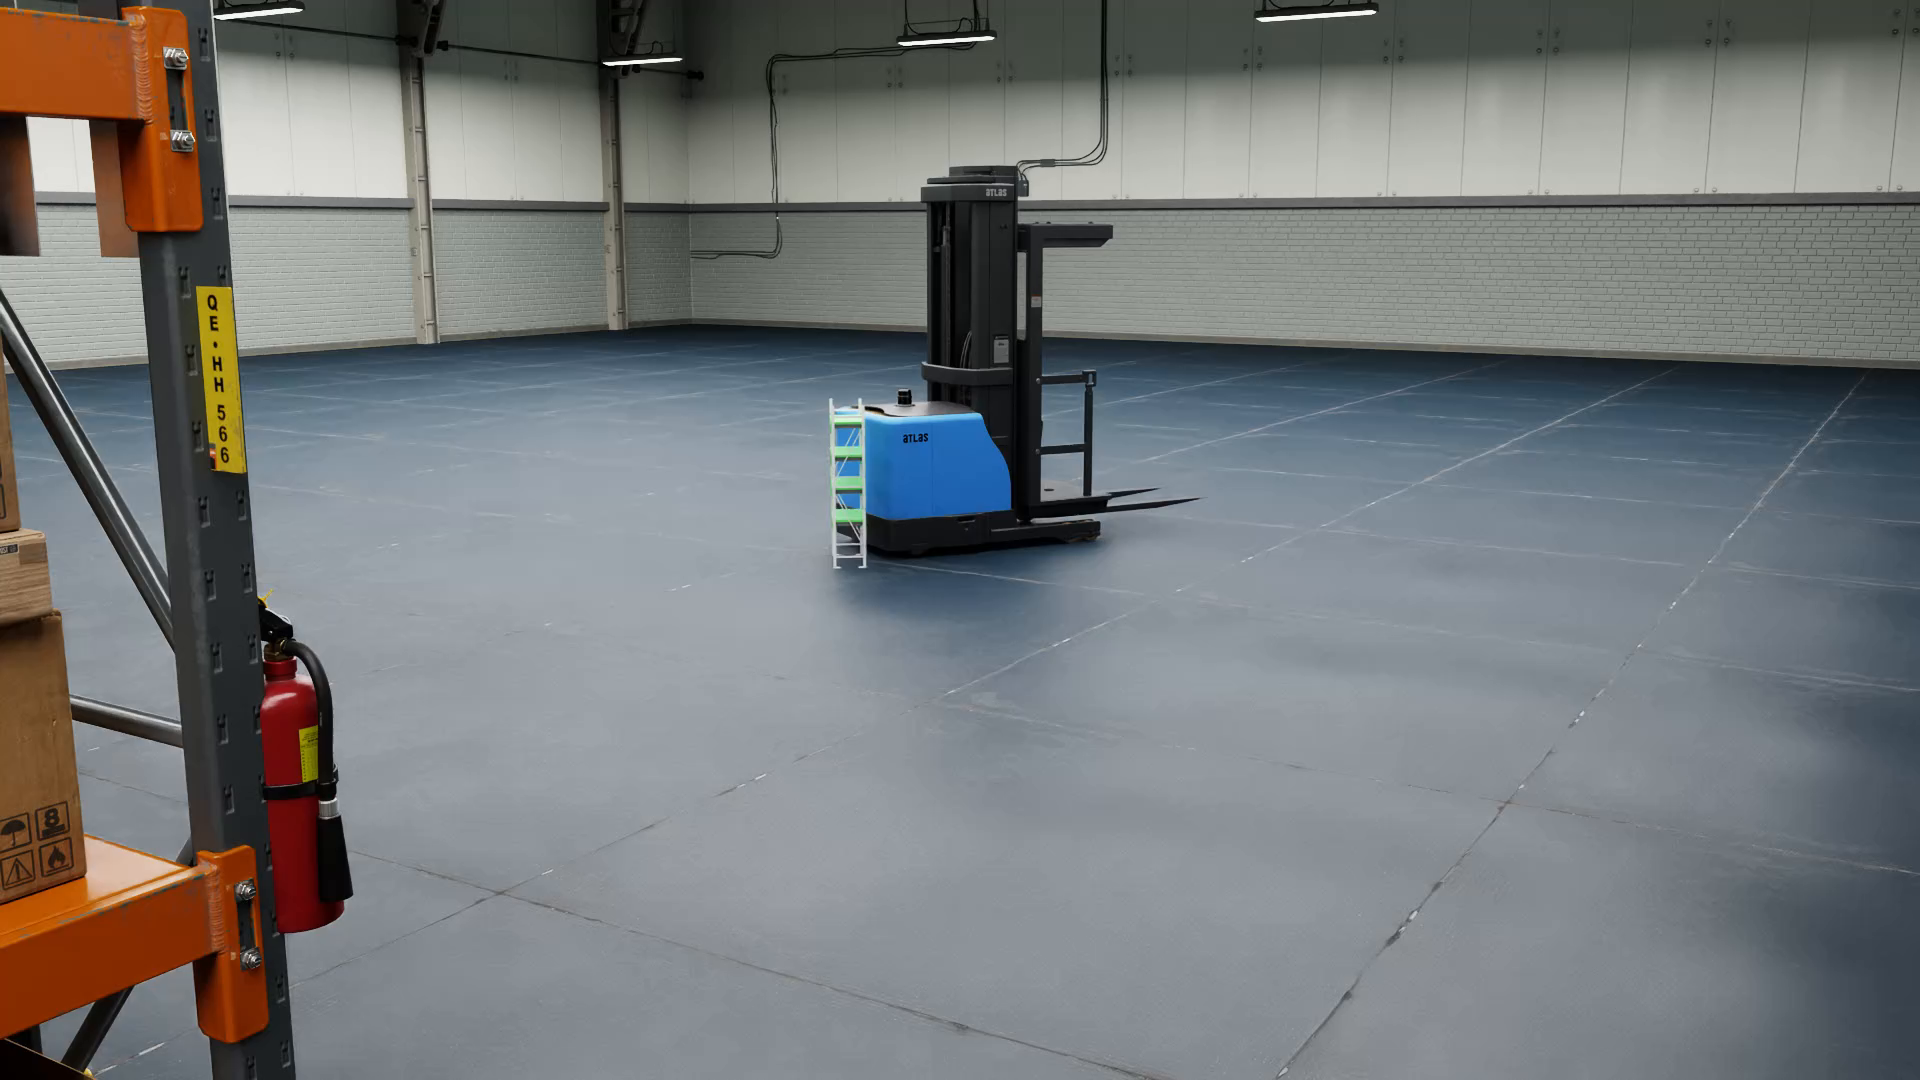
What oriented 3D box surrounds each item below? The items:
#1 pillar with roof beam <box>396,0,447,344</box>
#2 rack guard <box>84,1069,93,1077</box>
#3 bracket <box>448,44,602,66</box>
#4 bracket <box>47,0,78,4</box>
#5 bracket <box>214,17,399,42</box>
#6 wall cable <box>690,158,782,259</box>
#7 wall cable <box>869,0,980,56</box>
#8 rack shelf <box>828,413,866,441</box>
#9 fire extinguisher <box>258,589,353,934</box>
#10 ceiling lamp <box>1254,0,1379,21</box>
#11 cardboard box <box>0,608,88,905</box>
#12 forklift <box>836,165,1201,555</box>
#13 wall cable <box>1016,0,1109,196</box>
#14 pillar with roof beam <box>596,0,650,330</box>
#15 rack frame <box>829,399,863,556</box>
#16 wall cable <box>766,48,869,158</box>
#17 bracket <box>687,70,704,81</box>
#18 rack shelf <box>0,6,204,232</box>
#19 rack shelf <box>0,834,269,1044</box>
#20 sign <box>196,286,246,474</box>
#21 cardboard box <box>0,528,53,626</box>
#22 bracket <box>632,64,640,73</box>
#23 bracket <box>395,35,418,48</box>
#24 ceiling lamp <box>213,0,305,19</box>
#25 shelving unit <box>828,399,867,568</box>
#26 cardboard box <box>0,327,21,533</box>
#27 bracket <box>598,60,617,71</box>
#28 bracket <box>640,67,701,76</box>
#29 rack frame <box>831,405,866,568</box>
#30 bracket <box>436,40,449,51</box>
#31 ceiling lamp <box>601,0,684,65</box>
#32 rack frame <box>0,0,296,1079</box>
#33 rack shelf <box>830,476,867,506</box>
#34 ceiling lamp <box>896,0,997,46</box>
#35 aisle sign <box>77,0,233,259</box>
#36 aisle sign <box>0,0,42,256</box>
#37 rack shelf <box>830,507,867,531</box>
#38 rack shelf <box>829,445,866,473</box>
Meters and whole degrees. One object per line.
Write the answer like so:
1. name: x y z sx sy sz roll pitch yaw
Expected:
1. pillar with roof beam: -7.932 -8.306 33.283 9.100 9.000 0.548 6 12 31
2. rack guard: -1.749 1.575 3.600 1.175 0.500 0.348 6 12 31
3. bracket: -9.746 -10.926 37.495 0.076 0.066 4.783 6 12 31
4. bracket: -15.977 -9.039 27.414 0.076 0.066 4.783 6 12 31
5. bracket: -12.861 -9.983 32.454 0.076 0.066 4.783 6 12 31
6. wall cable: -5.837 -8.472 42.606 3.097 2.526 0.112 6 12 31
7. wall cable: -0.880 -12.636 38.763 3.097 2.526 0.112 6 12 31
8. rack shelf: -0.838 -0.838 12.323 0.258 0.148 0.480 -1 11 -6
9. fire extinguisher: -1.303 0.413 3.219 0.296 0.674 0.183 6 12 31
10. ceiling lamp: 5.906 -10.088 26.939 2.000 3.185 0.800 6 12 31
11. cardboard box: -2.015 0.373 2.955 0.700 0.500 0.500 6 12 31
12. forklift: 0.549 -1.496 13.395 3.031 2.935 1.130 -6 12 -28
13. wall cable: 2.268 -10.760 37.149 2.305 6.003 0.169 6 12 31
14. pillar with roof beam: -4.817 -9.250 38.323 9.100 9.000 0.548 6 12 31
15. rack frame: -0.863 -0.474 12.638 0.240 1.200 0.015 -1 11 -6
16. wall cable: -3.525 -10.696 40.761 3.097 2.526 0.112 6 12 31
17. bracket: -6.747 -11.835 42.347 0.235 0.232 0.430 6 12 31
18. rack shelf: -2.800 -0.457 1.460 1.077 0.370 4.000 6 12 31
19. rack shelf: -2.800 1.018 1.736 1.077 0.370 4.000 6 12 31
20. sign: -1.305 -0.282 2.933 0.100 0.325 0.005 6 12 31
21. cardboard box: -1.797 0.060 2.862 0.380 0.149 0.250 6 12 30
22. bracket: -7.978 -11.462 40.356 0.235 0.232 0.430 6 12 31
23. bracket: -11.524 -10.388 34.619 0.235 0.232 0.430 6 12 31
24. ceiling lamp: -11.173 -10.036 26.660 2.000 3.185 0.800 6 12 31
25. shelving unit: -0.838 -0.429 12.400 0.258 1.200 0.503 -1 11 -6
26. cardboard box: -2.042 -0.257 2.791 0.700 0.500 0.500 6 12 31
27. bracket: -8.409 -11.331 39.659 0.235 0.232 0.430 6 12 31
28. bracket: -7.054 -11.742 41.851 0.076 0.066 3.189 6 12 31
29. rack frame: -0.813 -0.384 12.161 0.240 1.200 0.015 -1 11 -6
30. bracket: -11.093 -10.518 35.316 0.235 0.232 0.430 6 12 31
31. ceiling lamp: -6.444 -11.469 34.313 2.000 3.185 0.800 6 12 31
32. rack frame: -1.759 0.350 3.348 0.949 2.616 0.053 6 12 31
33. rack shelf: -0.838 -0.366 12.411 0.258 0.148 0.480 -1 11 -6
34. ceiling lamp: -0.128 -10.763 30.542 2.000 3.185 0.800 6 12 31
35. aisle sign: -1.476 -0.910 3.016 0.394 0.787 0.004 6 12 31
36. aisle sign: -1.989 -0.968 3.322 0.394 0.787 0.004 6 12 31
37. rack shelf: -0.838 -0.130 12.456 0.258 0.148 0.480 -1 11 -6
38. rack shelf: -0.838 -0.602 12.367 0.258 0.148 0.480 -1 11 -6
